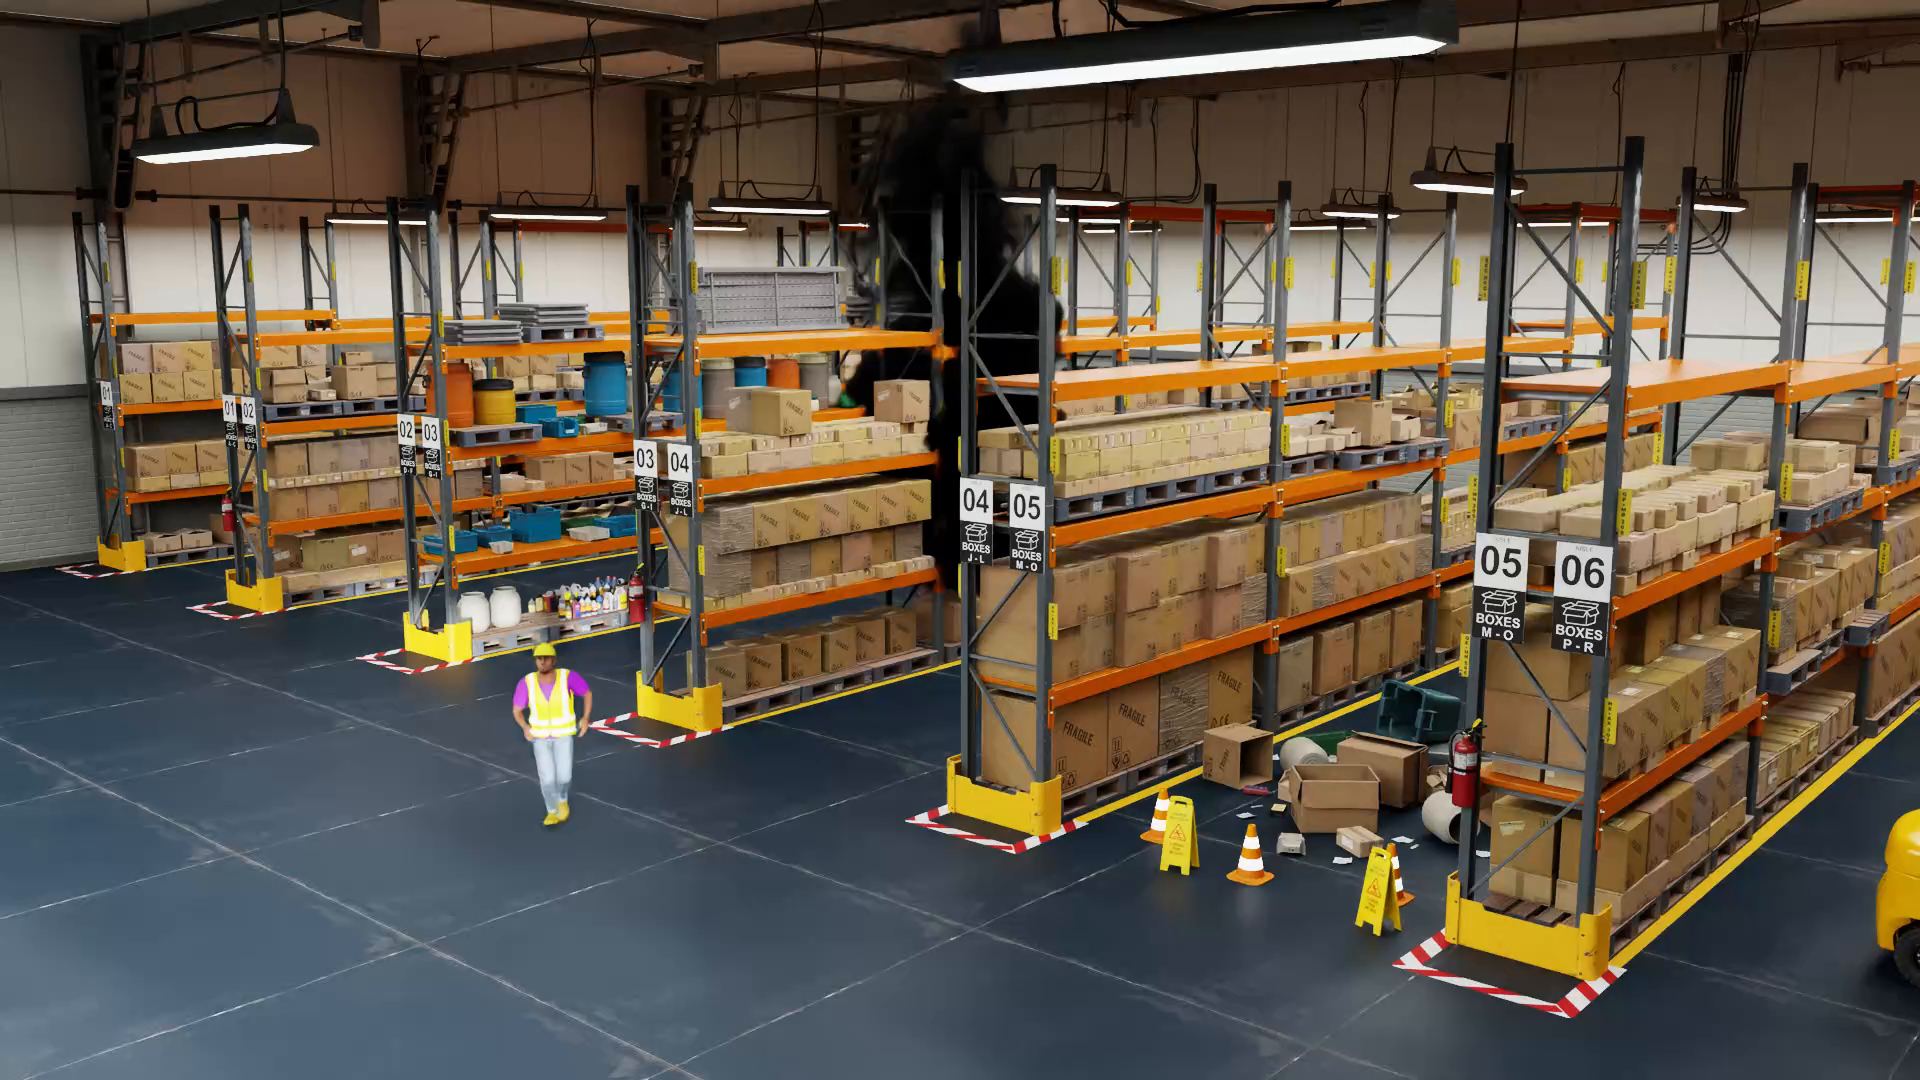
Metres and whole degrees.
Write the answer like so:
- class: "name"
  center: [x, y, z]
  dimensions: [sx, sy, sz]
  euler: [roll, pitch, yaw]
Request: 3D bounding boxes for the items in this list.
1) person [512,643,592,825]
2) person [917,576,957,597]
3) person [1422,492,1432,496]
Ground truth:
- class: "person"
  center: [-3.744, 1.798, 15.270]
  dimensions: [0.712, 1.721, 0.566]
  euler: [-1, 10, -9]
- class: "person"
  center: [-0.375, 0.114, 25.378]
  dimensions: [0.570, 1.665, 0.960]
  euler: [6, 11, 31]
- class: "person"
  center: [7.201, 0.078, 25.809]
  dimensions: [0.575, 1.660, 0.553]
  euler: [7, 12, 36]
